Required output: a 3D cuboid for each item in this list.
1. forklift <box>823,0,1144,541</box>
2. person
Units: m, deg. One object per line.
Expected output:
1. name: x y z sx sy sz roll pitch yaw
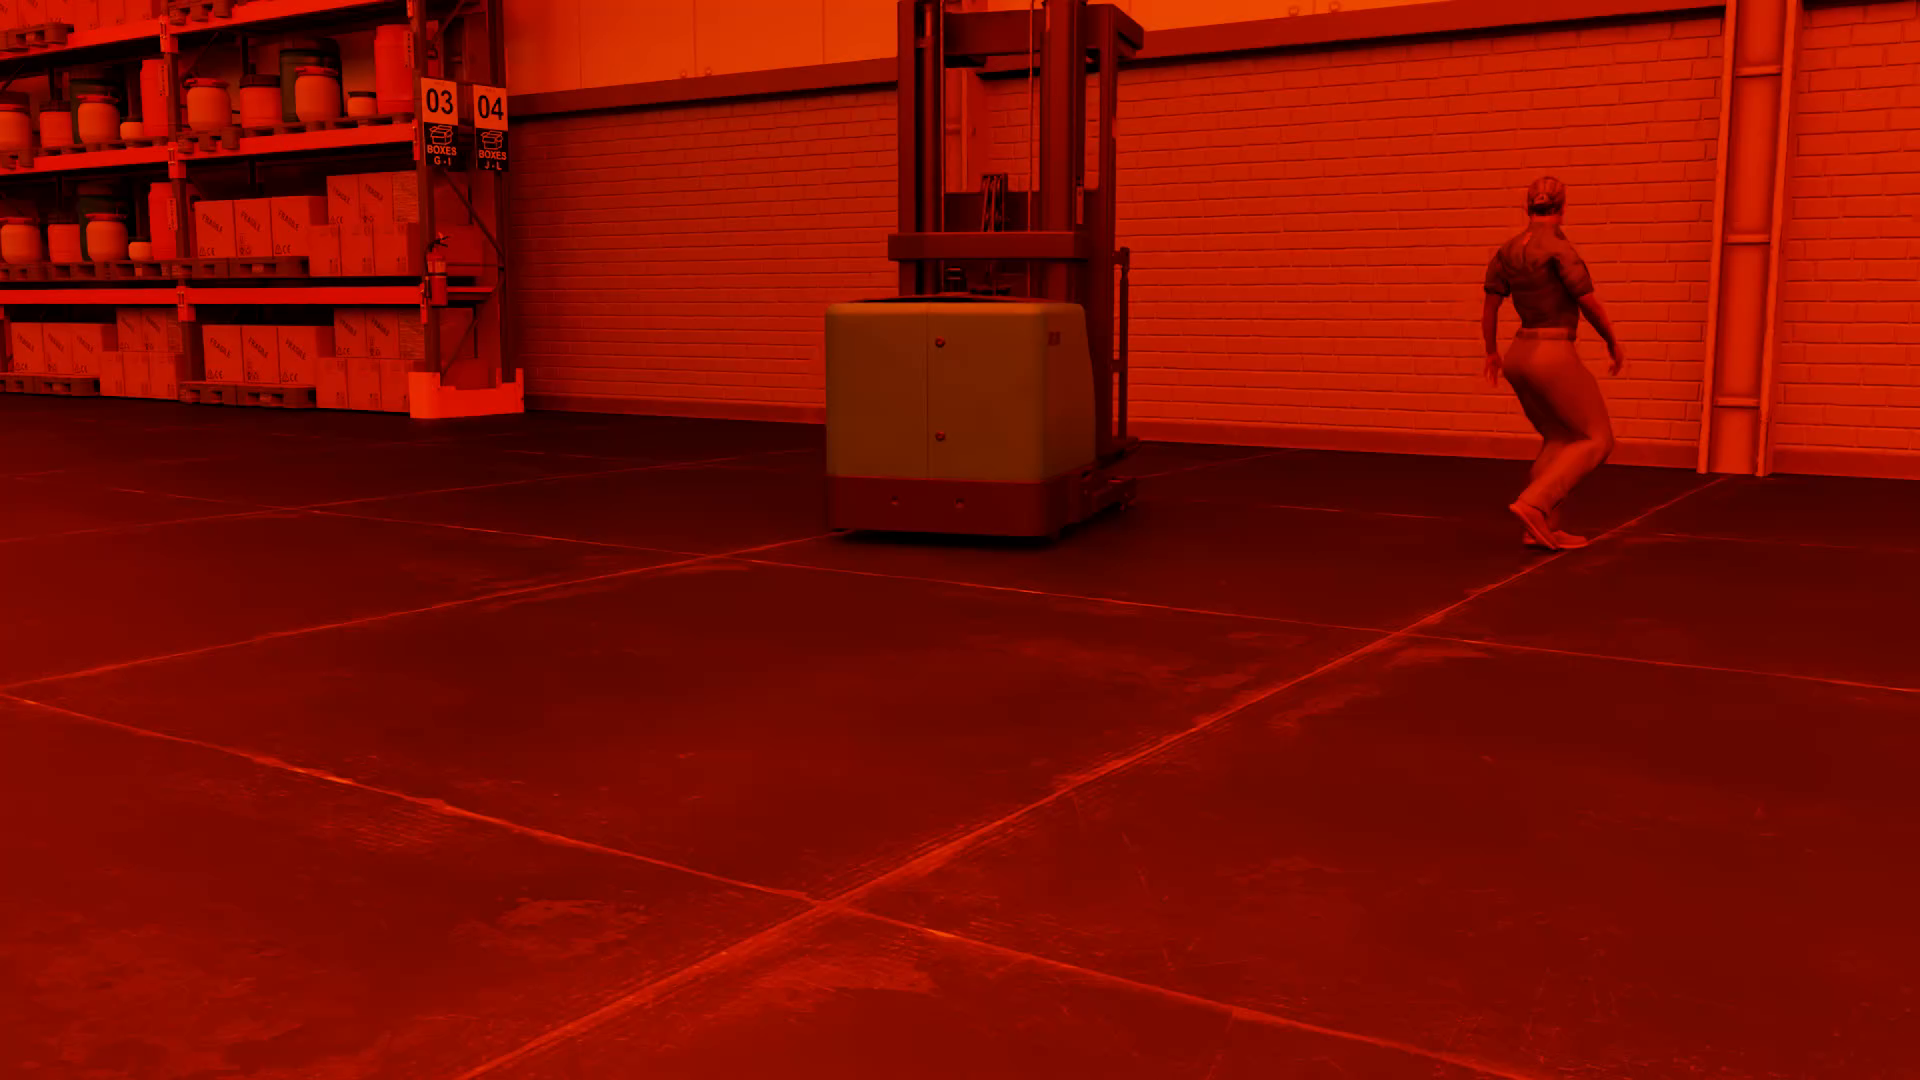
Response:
1. forklift: 0.310 -1.615 8.550 1.130 2.935 3.031 3 8 17
2. person: 2.570 -0.763 7.263 0.497 1.618 0.659 -1 8 -9
